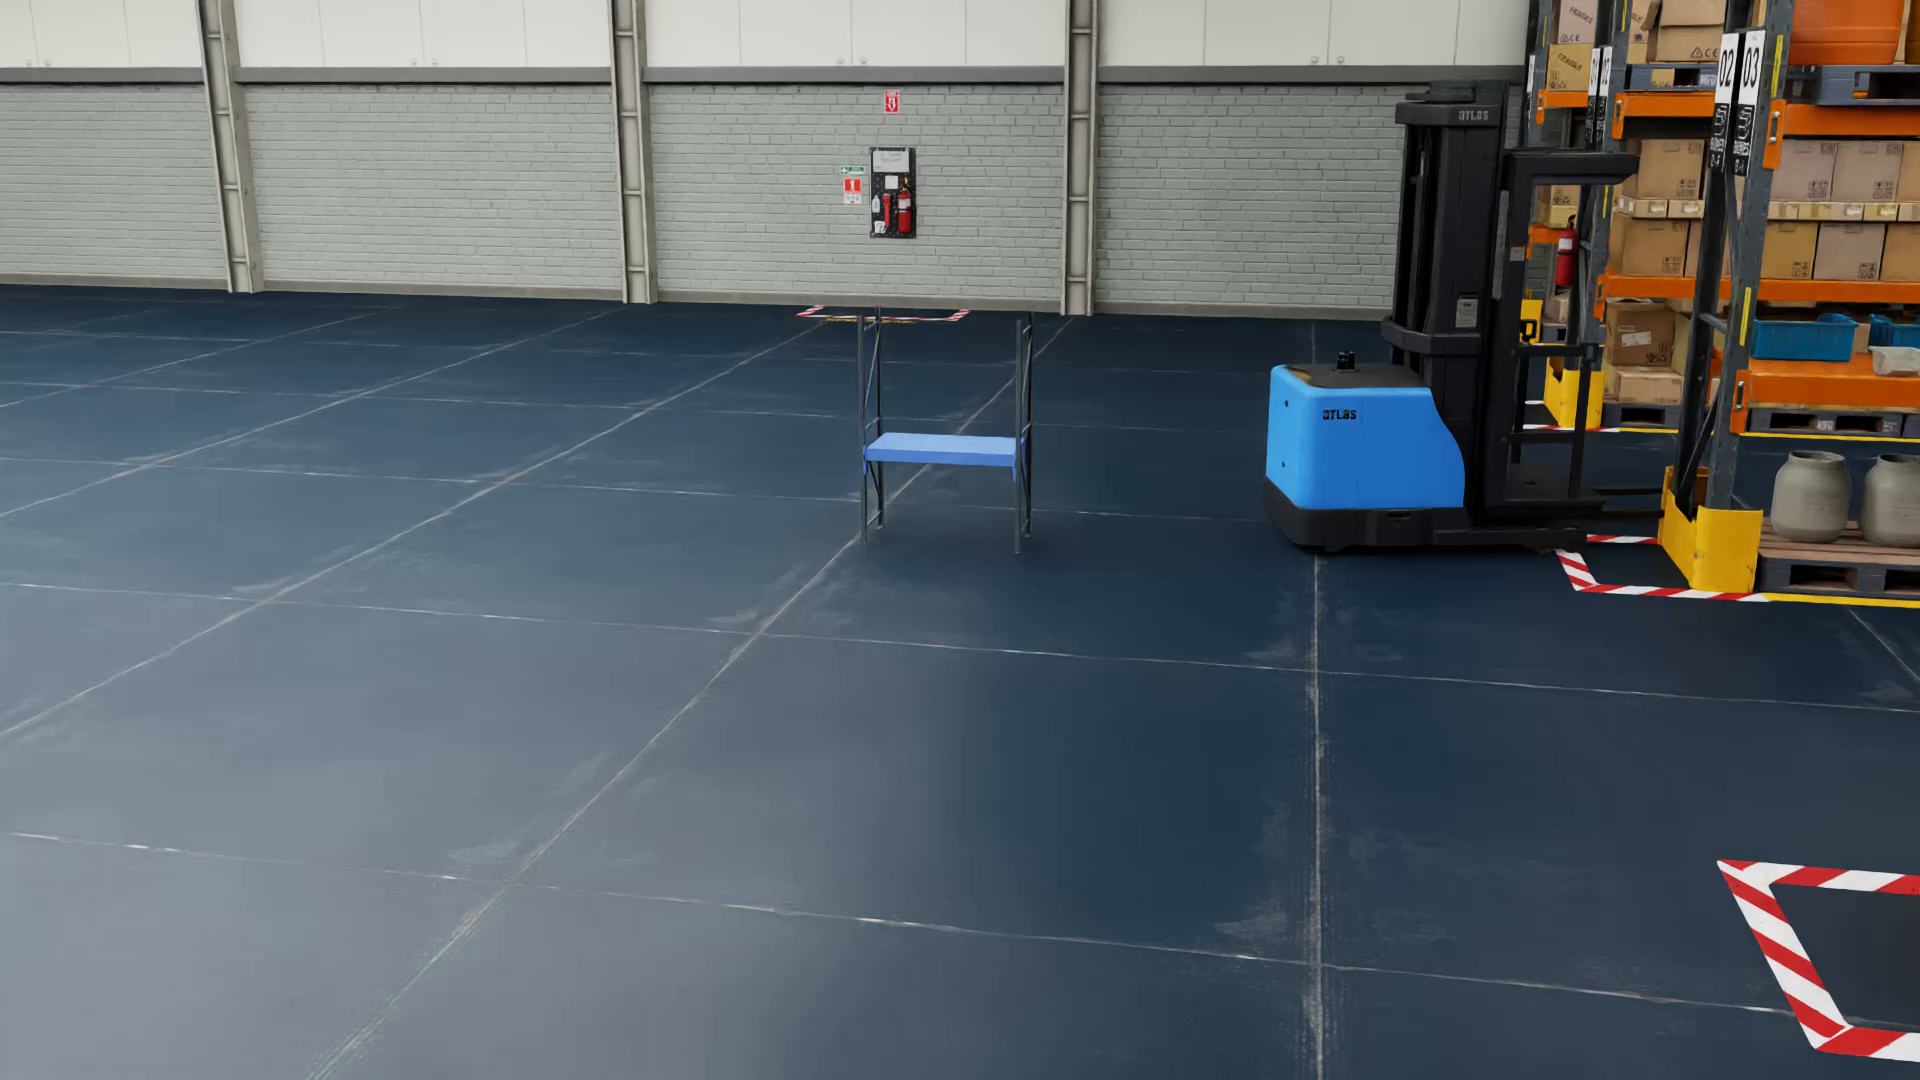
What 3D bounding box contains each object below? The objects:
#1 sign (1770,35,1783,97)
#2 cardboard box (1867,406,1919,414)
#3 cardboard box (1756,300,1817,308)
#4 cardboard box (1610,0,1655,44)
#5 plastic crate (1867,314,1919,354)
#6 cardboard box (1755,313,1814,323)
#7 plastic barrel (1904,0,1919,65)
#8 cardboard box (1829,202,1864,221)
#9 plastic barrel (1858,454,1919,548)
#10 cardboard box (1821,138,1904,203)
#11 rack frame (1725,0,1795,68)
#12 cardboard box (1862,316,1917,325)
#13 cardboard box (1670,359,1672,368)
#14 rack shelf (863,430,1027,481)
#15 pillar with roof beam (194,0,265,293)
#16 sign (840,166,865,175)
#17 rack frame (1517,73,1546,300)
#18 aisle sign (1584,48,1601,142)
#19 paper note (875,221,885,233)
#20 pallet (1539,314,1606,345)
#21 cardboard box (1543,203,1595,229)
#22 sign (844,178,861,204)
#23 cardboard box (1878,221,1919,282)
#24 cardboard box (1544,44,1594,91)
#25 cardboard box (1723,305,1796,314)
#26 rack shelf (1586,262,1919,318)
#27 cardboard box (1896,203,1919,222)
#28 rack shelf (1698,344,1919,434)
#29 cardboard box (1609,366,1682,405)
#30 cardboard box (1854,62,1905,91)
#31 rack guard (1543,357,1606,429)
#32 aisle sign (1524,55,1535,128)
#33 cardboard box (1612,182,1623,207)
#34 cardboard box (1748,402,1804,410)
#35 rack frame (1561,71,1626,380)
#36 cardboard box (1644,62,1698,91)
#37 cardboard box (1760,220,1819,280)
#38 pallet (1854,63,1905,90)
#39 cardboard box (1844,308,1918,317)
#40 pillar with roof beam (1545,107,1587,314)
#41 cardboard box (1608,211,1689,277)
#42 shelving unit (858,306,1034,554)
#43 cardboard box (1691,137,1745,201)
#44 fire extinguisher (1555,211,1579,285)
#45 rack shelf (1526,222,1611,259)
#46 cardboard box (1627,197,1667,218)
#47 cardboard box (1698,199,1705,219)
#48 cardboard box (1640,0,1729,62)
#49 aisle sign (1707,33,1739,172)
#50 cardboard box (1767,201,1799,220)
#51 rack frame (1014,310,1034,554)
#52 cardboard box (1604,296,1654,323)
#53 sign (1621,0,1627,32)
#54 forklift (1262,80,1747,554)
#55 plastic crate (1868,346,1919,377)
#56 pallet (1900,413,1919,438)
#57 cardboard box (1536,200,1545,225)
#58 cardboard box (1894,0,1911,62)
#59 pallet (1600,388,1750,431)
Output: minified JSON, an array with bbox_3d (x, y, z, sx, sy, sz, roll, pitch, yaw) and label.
[{"bbox_3d":[4.455,-2.585,9.069,0.005,0.325,0.100,3,16,11],"label":"sign"},{"bbox_3d":[8.000,-1.258,14.280,0.500,0.250,0.500,3,16,11],"label":"cardboard box"},{"bbox_3d":[9.437,-2.710,19.014,0.500,0.500,0.500,2,16,7],"label":"cardboard box"},{"bbox_3d":[7.353,-5.732,18.348,0.500,0.500,0.500,3,16,10],"label":"cardboard box"},{"bbox_3d":[5.754,-1.223,10.066,0.408,0.251,0.499,3,16,11],"label":"plastic crate"},{"bbox_3d":[7.023,-1.677,14.386,0.500,0.500,0.500,3,16,11],"label":"cardboard box"},{"bbox_3d":[5.711,-2.990,9.409,0.600,0.588,0.600,0,15,0],"label":"plastic barrel"},{"bbox_3d":[7.407,-2.776,13.992,0.250,0.149,0.380,3,16,12],"label":"cardboard box"},{"bbox_3d":[5.720,-0.241,10.115,0.421,0.512,0.421,0,15,0],"label":"plastic barrel"},{"bbox_3d":[7.567,-3.137,14.080,0.500,0.500,0.700,3,16,11],"label":"cardboard box"},{"bbox_3d":[4.568,-4.170,9.189,0.127,3.000,1.000,3,16,11],"label":"rack frame"},{"bbox_3d":[8.003,-1.623,14.191,0.500,0.500,0.500,3,16,11],"label":"cardboard box"},{"bbox_3d":[6.636,-1.477,15.069,0.500,0.250,0.500,3,16,11],"label":"cardboard box"},{"bbox_3d":[-0.084,-0.554,10.856,1.000,0.185,0.538,3,16,11],"label":"rack shelf"},{"bbox_3d":[-11.096,-6.782,18.618,0.400,9.000,9.100,3,16,11],"label":"pillar with roof beam"},{"bbox_3d":[-1.411,-4.846,21.810,0.331,0.109,0.001,3,16,11],"label":"sign"},{"bbox_3d":[6.543,-3.870,19.345,0.127,3.000,1.000,3,16,11],"label":"rack frame"},{"bbox_3d":[5.553,-3.907,14.610,0.004,0.787,0.394,3,16,11],"label":"aisle sign"},{"bbox_3d":[-1.052,-4.123,21.908,0.142,0.148,0.016,3,16,11],"label":"paper note"},{"bbox_3d":[7.406,-2.470,19.514,1.213,0.211,1.003,3,16,11],"label":"pallet"},{"bbox_3d":[6.958,-3.699,18.969,0.500,0.250,0.500,3,16,9],"label":"cardboard box"},{"bbox_3d":[-1.414,-4.594,21.890,0.234,0.329,0.001,3,16,11],"label":"sign"},{"bbox_3d":[8.034,-2.486,14.160,0.500,0.500,0.700,3,16,12],"label":"cardboard box"},{"bbox_3d":[6.820,-5.291,18.629,0.500,0.500,0.500,4,16,13],"label":"cardboard box"},{"bbox_3d":[7.127,-1.813,14.877,0.500,0.500,0.500,3,16,11],"label":"cardboard box"},{"bbox_3d":[7.519,-2.121,14.378,4.000,0.370,1.077,3,16,11],"label":"rack shelf"},{"bbox_3d":[7.926,-2.749,13.894,0.250,0.149,0.380,4,16,13],"label":"cardboard box"},{"bbox_3d":[6.528,-0.826,9.701,4.000,0.370,1.077,3,16,11],"label":"rack shelf"},{"bbox_3d":[6.040,-1.365,14.664,0.500,0.250,0.500,3,16,11],"label":"cardboard box"},{"bbox_3d":[9.916,-5.123,18.025,0.500,0.500,0.500,4,16,13],"label":"cardboard box"},{"bbox_3d":[5.536,-1.371,15.005,0.348,0.500,1.175,3,16,11],"label":"rack guard"},{"bbox_3d":[6.412,-5.049,18.729,0.004,0.787,0.394,3,16,11],"label":"aisle sign"},{"bbox_3d":[7.433,-4.036,18.783,0.500,0.500,0.500,3,16,11],"label":"cardboard box"},{"bbox_3d":[7.021,-1.313,14.475,0.500,0.250,0.500,3,16,11],"label":"cardboard box"},{"bbox_3d":[5.559,-2.574,14.667,0.127,3.000,1.000,3,16,11],"label":"rack frame"},{"bbox_3d":[7.849,-5.226,18.396,0.500,0.500,0.500,4,16,14],"label":"cardboard box"},{"bbox_3d":[7.015,-2.540,14.354,0.500,0.500,0.700,3,16,11],"label":"cardboard box"},{"bbox_3d":[7.446,-3.869,13.886,1.213,0.211,1.003,3,16,11],"label":"pallet"},{"bbox_3d":[8.107,-1.760,14.686,0.500,0.500,0.500,3,16,11],"label":"cardboard box"},{"bbox_3d":[6.543,-5.824,15.162,0.400,9.000,9.100,3,16,11],"label":"pillar with roof beam"},{"bbox_3d":[6.014,-2.594,14.551,0.500,0.500,0.700,3,16,11],"label":"cardboard box"},{"bbox_3d":[-0.084,-0.727,10.808,1.048,1.500,0.538,3,16,11],"label":"shelving unit"},{"bbox_3d":[6.582,-3.190,14.272,0.500,0.500,0.700,3,16,10],"label":"cardboard box"},{"bbox_3d":[5.536,-2.665,15.138,0.183,0.674,0.296,3,16,11],"label":"fire extinguisher"},{"bbox_3d":[8.502,-3.417,19.057,4.000,0.370,1.077,3,16,11],"label":"rack shelf"},{"bbox_3d":[5.901,-2.858,14.288,0.250,0.149,0.380,3,16,11],"label":"cardboard box"},{"bbox_3d":[6.404,-2.831,14.191,0.250,0.149,0.380,3,16,11],"label":"cardboard box"},{"bbox_3d":[6.121,-4.308,14.063,0.637,0.503,0.797,4,16,15],"label":"cardboard box"},{"bbox_3d":[4.557,-2.613,9.937,0.004,0.787,0.394,3,16,11],"label":"aisle sign"},{"bbox_3d":[6.913,-2.803,14.091,0.250,0.149,0.380,3,16,9],"label":"cardboard box"},{"bbox_3d":[0.415,-0.700,10.711,0.032,1.500,0.500,3,16,11],"label":"rack frame"},{"bbox_3d":[7.761,-2.696,19.318,0.500,0.311,0.500,4,16,16],"label":"cardboard box"},{"bbox_3d":[5.443,-4.334,13.616,0.005,0.325,0.100,3,16,11],"label":"sign"},{"bbox_3d":[3.625,-1.465,10.789,3.031,2.935,1.130,-1,16,-3],"label":"forklift"},{"bbox_3d":[5.381,-1.020,9.549,0.250,0.136,0.298,3,16,11],"label":"plastic crate"},{"bbox_3d":[8.708,-1.071,14.463,1.213,0.211,1.003,3,16,11],"label":"pallet"},{"bbox_3d":[7.039,-3.834,19.456,0.500,0.250,0.500,3,16,12],"label":"cardboard box"},{"bbox_3d":[7.890,-4.247,13.845,0.637,0.503,0.797,5,16,17],"label":"cardboard box"},{"bbox_3d":[6.317,-1.201,14.931,1.213,0.211,1.003,3,16,11],"label":"pallet"}]
